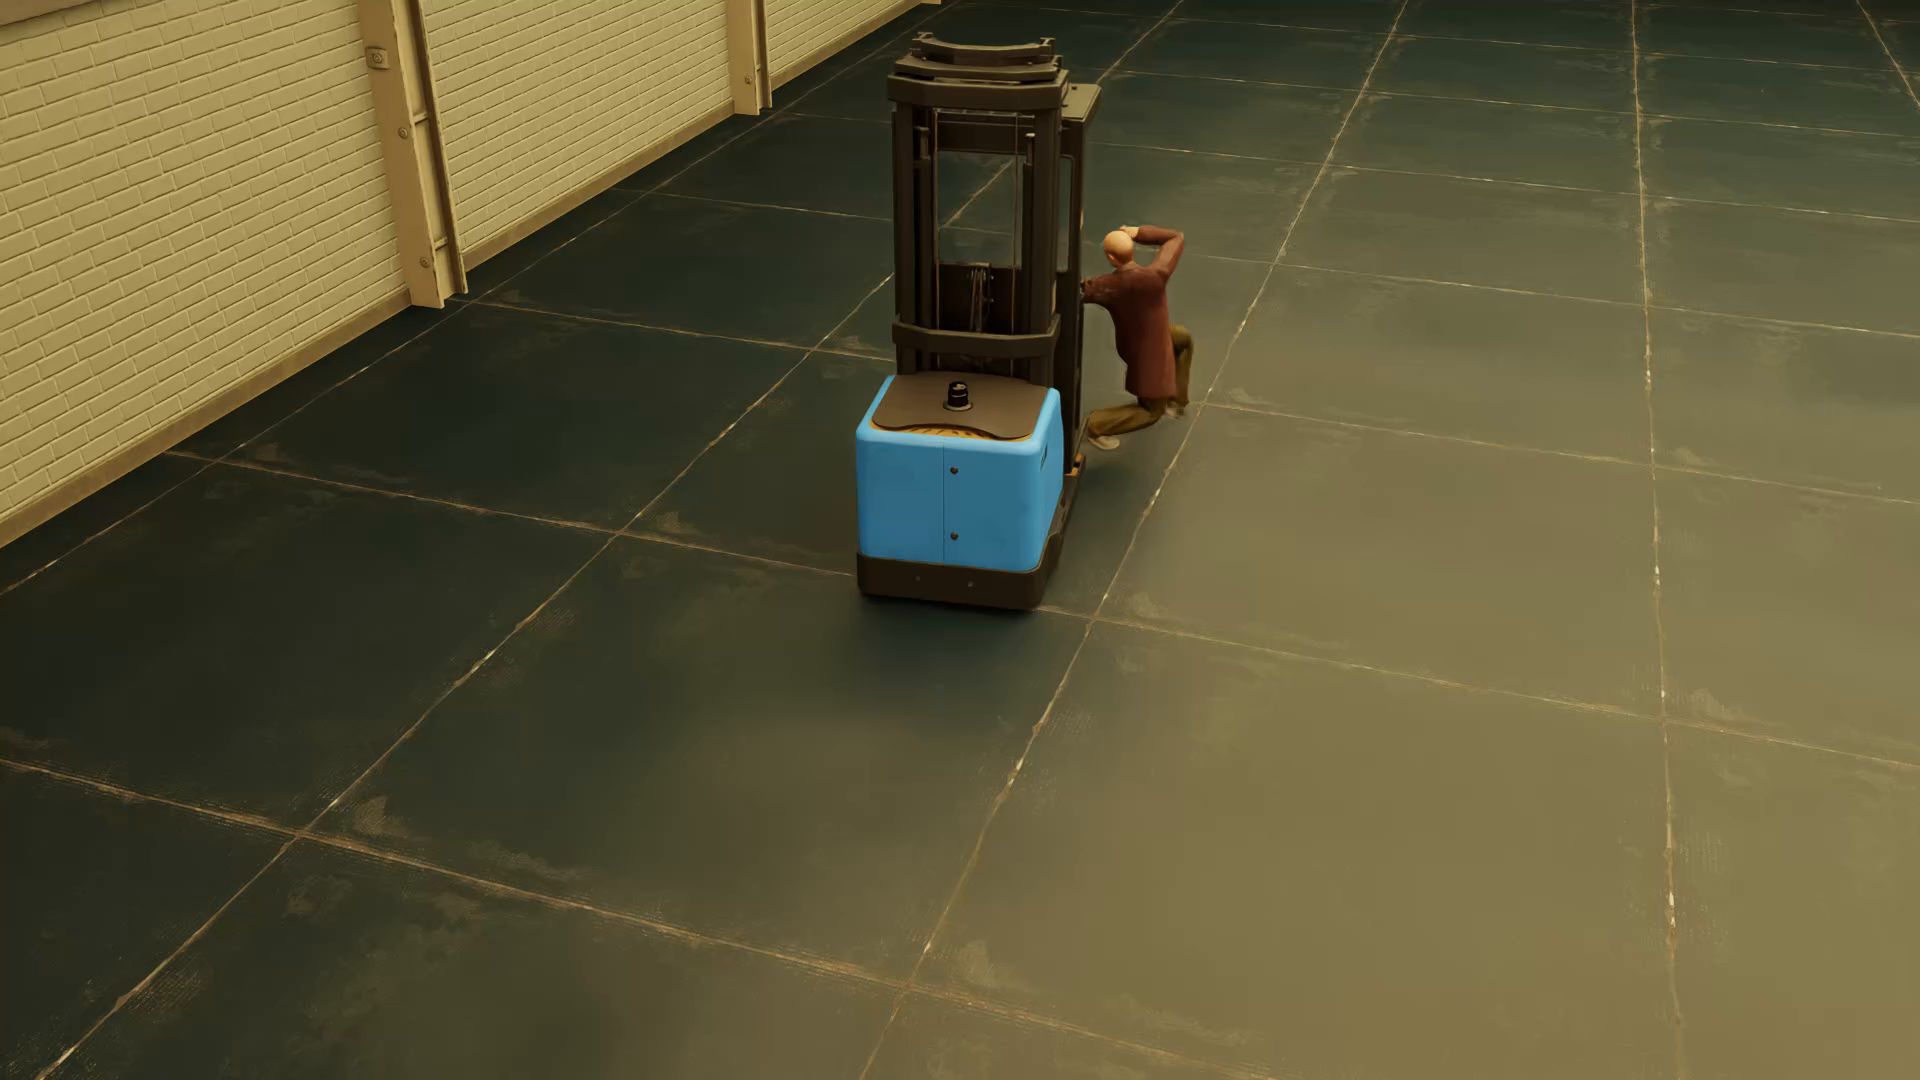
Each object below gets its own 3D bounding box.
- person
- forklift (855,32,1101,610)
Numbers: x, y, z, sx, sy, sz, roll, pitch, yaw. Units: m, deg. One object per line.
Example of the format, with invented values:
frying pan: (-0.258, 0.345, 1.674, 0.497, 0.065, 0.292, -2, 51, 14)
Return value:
person: (1.038, -1.413, 10.991, 1.022, 1.471, 1.046, -22, 36, -33)
forklift: (0.208, -1.598, 9.940, 1.130, 2.935, 3.031, 6, 30, 10)
